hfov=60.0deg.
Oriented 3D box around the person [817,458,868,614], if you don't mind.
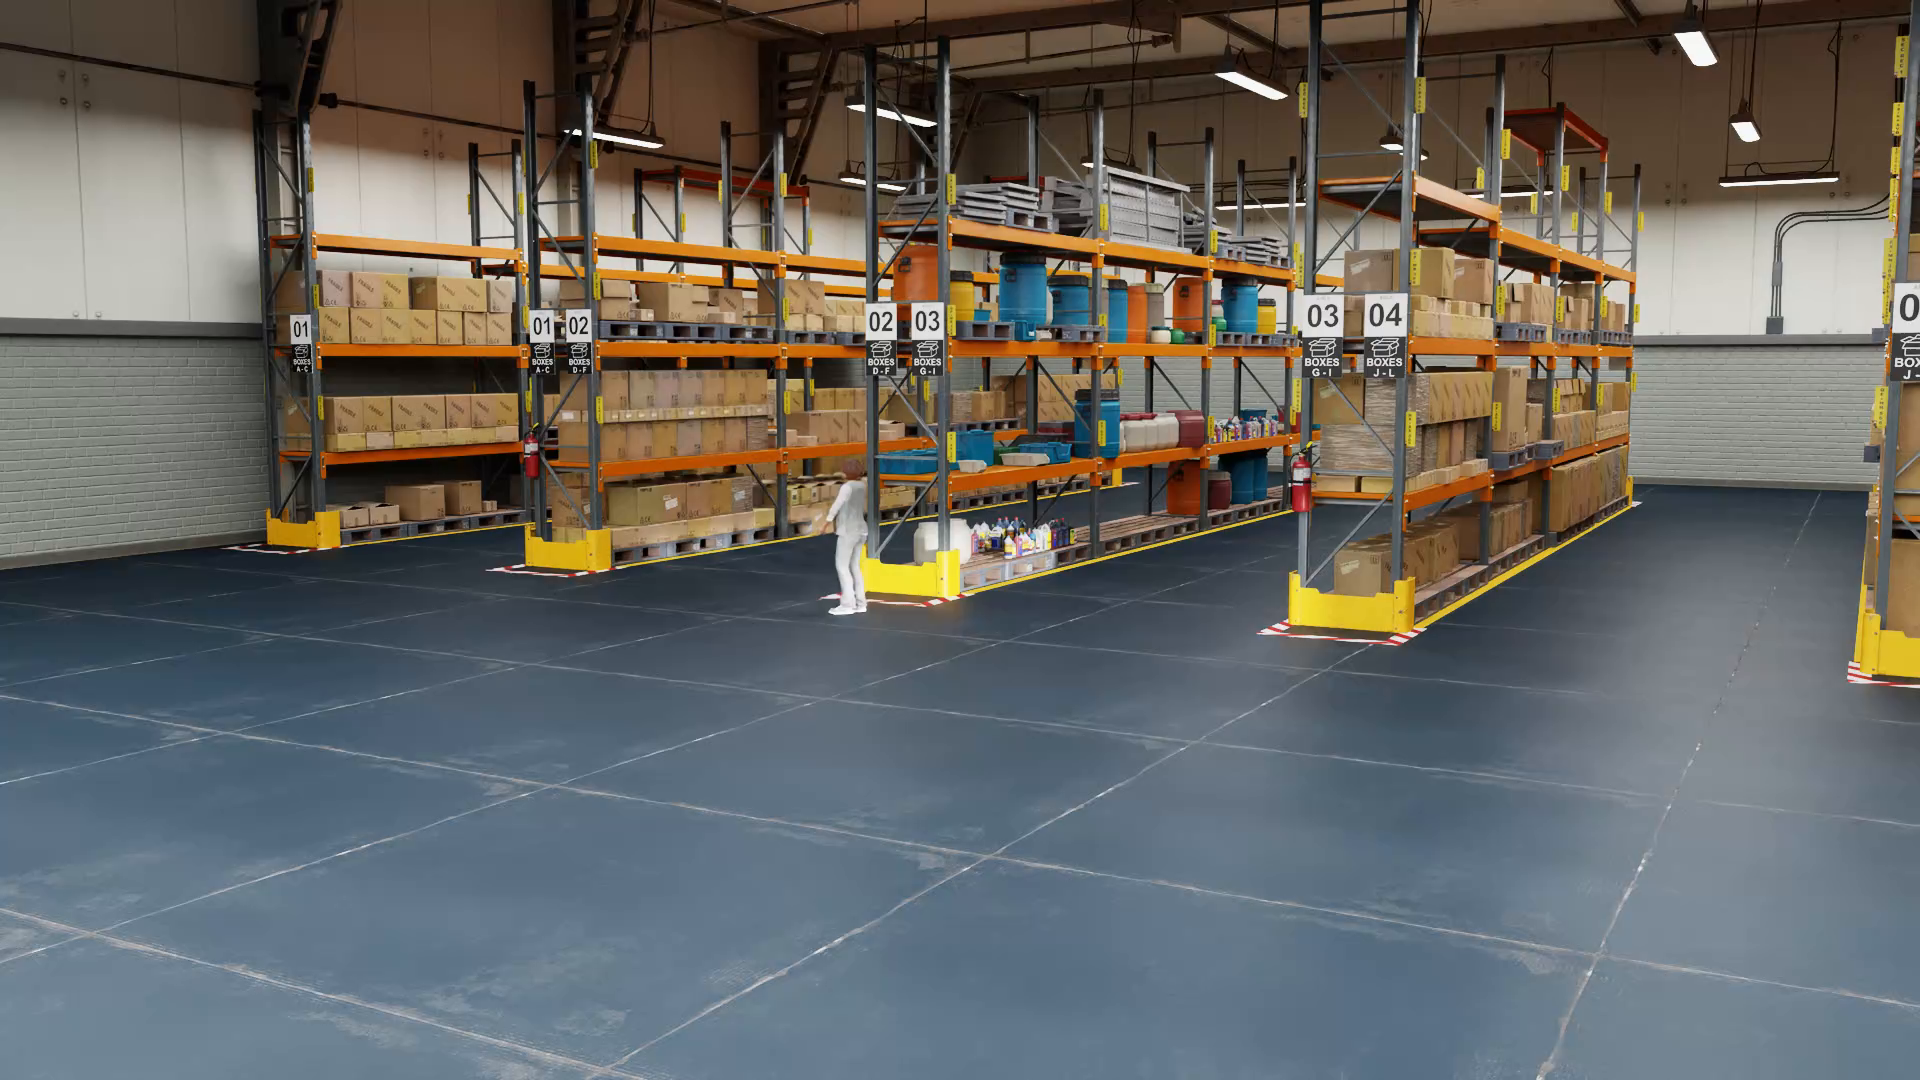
[{"bbox_3d":[-1.187,-0.040,16.959,0.494,1.599,0.383,3,7,28],"label":"person"}]
